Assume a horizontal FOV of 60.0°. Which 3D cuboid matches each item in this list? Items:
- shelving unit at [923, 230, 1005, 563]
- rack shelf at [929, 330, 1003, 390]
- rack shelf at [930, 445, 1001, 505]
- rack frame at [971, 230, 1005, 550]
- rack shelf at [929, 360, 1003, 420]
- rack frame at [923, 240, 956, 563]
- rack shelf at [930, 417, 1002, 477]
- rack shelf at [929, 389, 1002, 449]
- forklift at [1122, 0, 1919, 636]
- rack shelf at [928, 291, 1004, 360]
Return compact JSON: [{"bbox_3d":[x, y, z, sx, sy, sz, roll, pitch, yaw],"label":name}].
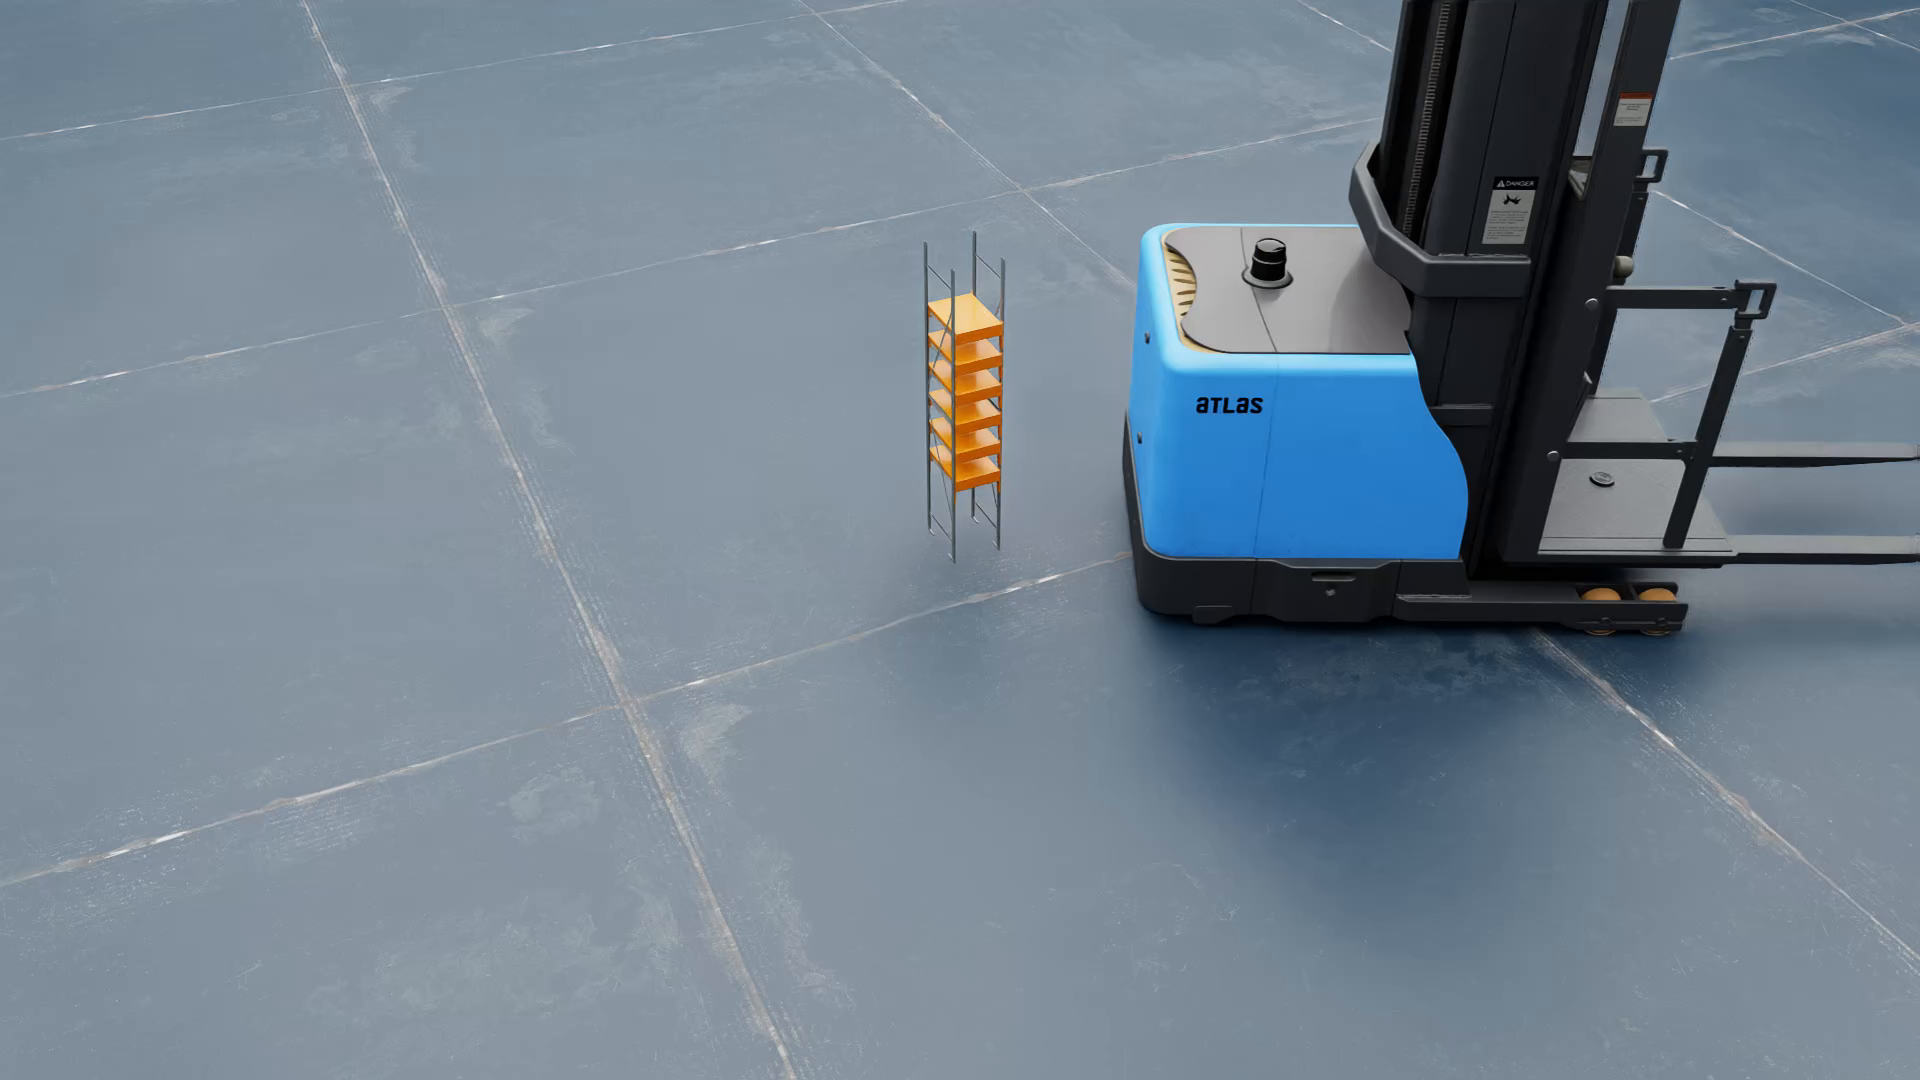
[{"bbox_3d":[0.013,-0.486,5.898,0.189,1.200,0.258,-16,39,-20],"label":"shelving unit"},{"bbox_3d":[0.013,-0.643,5.781,0.180,0.103,0.258,-16,39,-20],"label":"rack shelf"},{"bbox_3d":[0.013,-0.257,6.067,0.180,0.103,0.258,-16,39,-20],"label":"rack shelf"},{"bbox_3d":[0.096,-0.509,5.929,0.006,1.200,0.240,-16,39,-20],"label":"rack frame"},{"bbox_3d":[0.013,-0.546,5.852,0.180,0.103,0.258,-16,39,-20],"label":"rack shelf"},{"bbox_3d":[-0.070,-0.462,5.866,0.006,1.200,0.240,-16,39,-20],"label":"rack frame"},{"bbox_3d":[0.013,-0.354,5.995,0.180,0.103,0.258,-16,39,-20],"label":"rack shelf"},{"bbox_3d":[0.013,-0.450,5.924,0.180,0.103,0.258,-16,39,-20],"label":"rack shelf"},{"bbox_3d":[2.147,-1.164,5.359,3.031,2.935,1.130,0,37,0],"label":"forklift"},{"bbox_3d":[0.013,-0.739,5.710,0.180,0.103,0.258,-16,39,-20],"label":"rack shelf"}]
